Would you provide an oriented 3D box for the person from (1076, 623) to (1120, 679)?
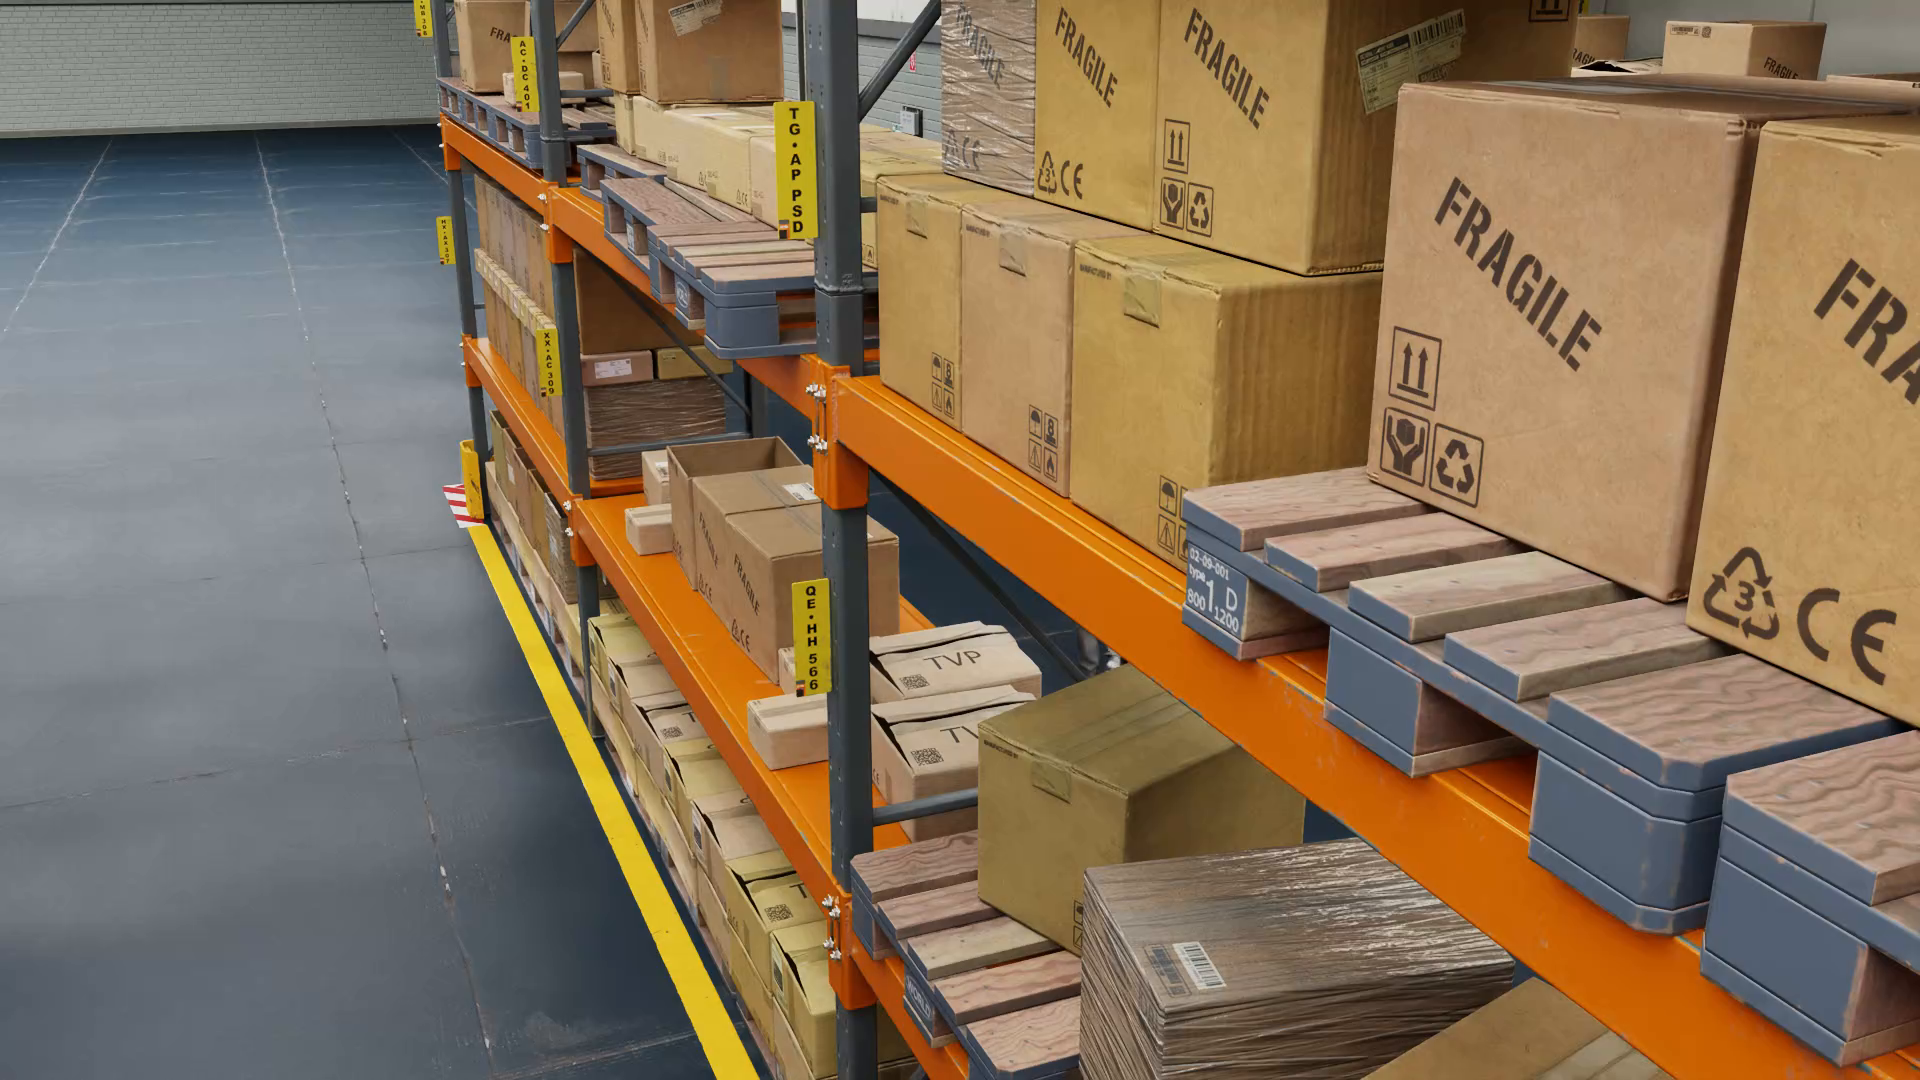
[{"bbox_3d":[0.770,0.015,8.989,0.567,1.588,0.415,3,19,7],"label":"person"}]
